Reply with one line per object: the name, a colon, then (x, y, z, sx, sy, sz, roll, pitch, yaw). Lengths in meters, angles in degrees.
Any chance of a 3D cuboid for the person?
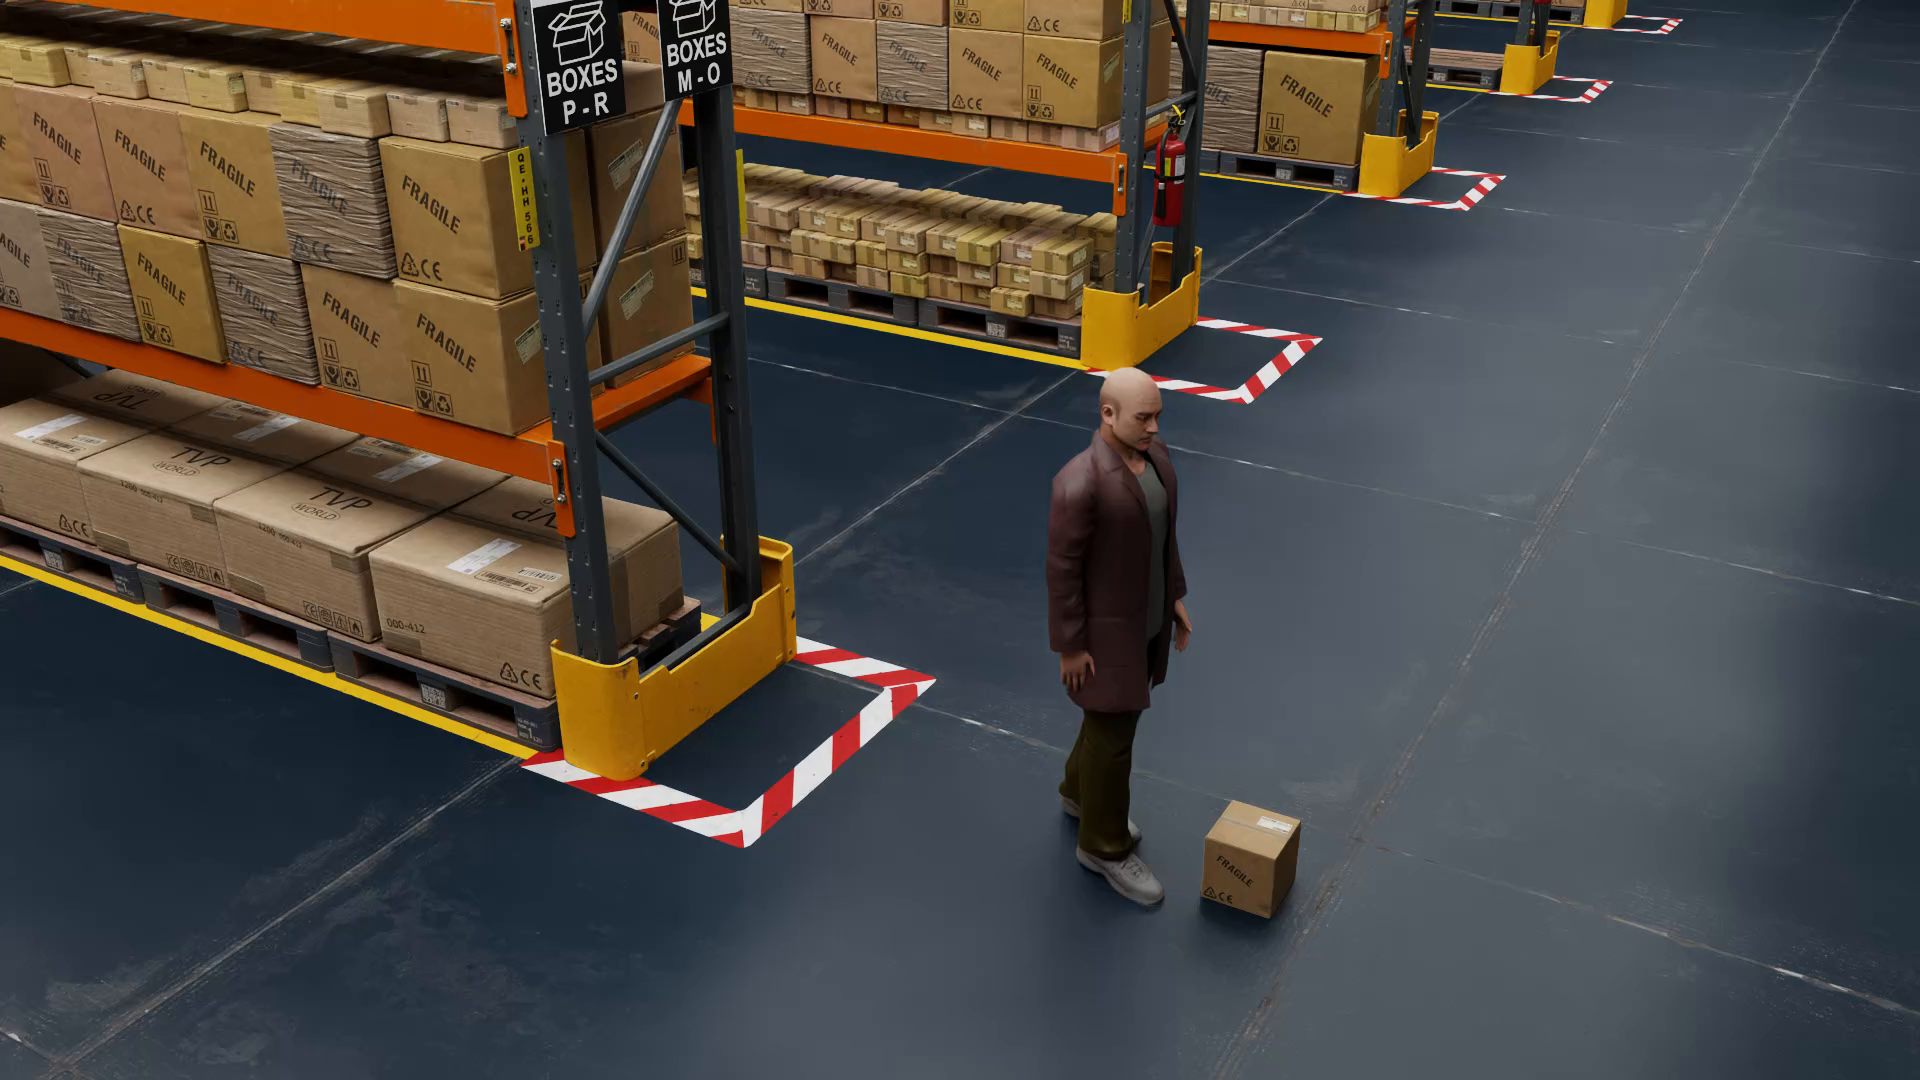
person: (0.550, 0.303, 5.512, 0.593, 1.801, 0.598, 20, 33, 35)
